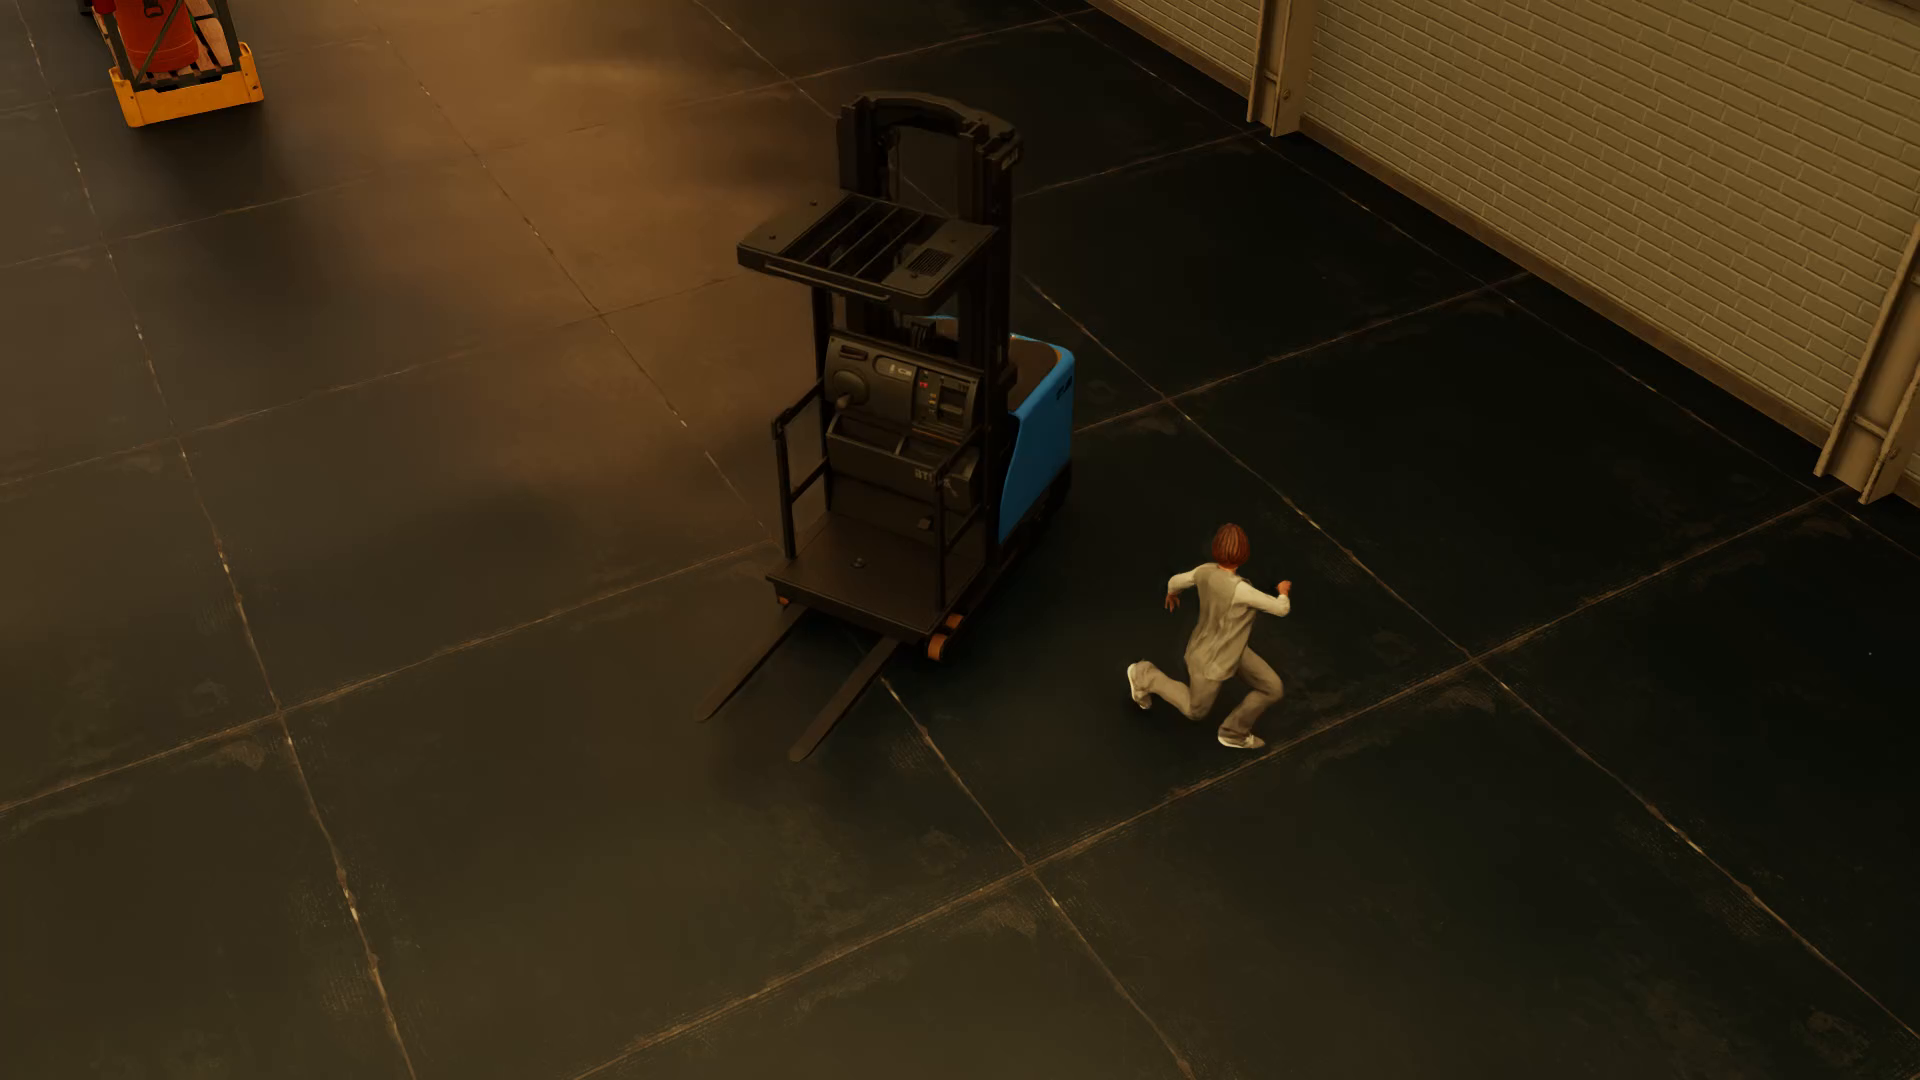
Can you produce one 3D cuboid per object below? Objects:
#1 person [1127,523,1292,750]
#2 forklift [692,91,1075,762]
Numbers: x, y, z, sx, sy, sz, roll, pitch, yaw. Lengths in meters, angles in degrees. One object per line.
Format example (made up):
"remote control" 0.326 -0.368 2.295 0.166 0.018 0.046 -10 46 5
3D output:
"person" 1.316 0.497 8.734 0.849 1.342 0.576 10 41 12
"forklift" -0.424 -0.761 8.954 1.130 2.935 3.031 19 43 21
